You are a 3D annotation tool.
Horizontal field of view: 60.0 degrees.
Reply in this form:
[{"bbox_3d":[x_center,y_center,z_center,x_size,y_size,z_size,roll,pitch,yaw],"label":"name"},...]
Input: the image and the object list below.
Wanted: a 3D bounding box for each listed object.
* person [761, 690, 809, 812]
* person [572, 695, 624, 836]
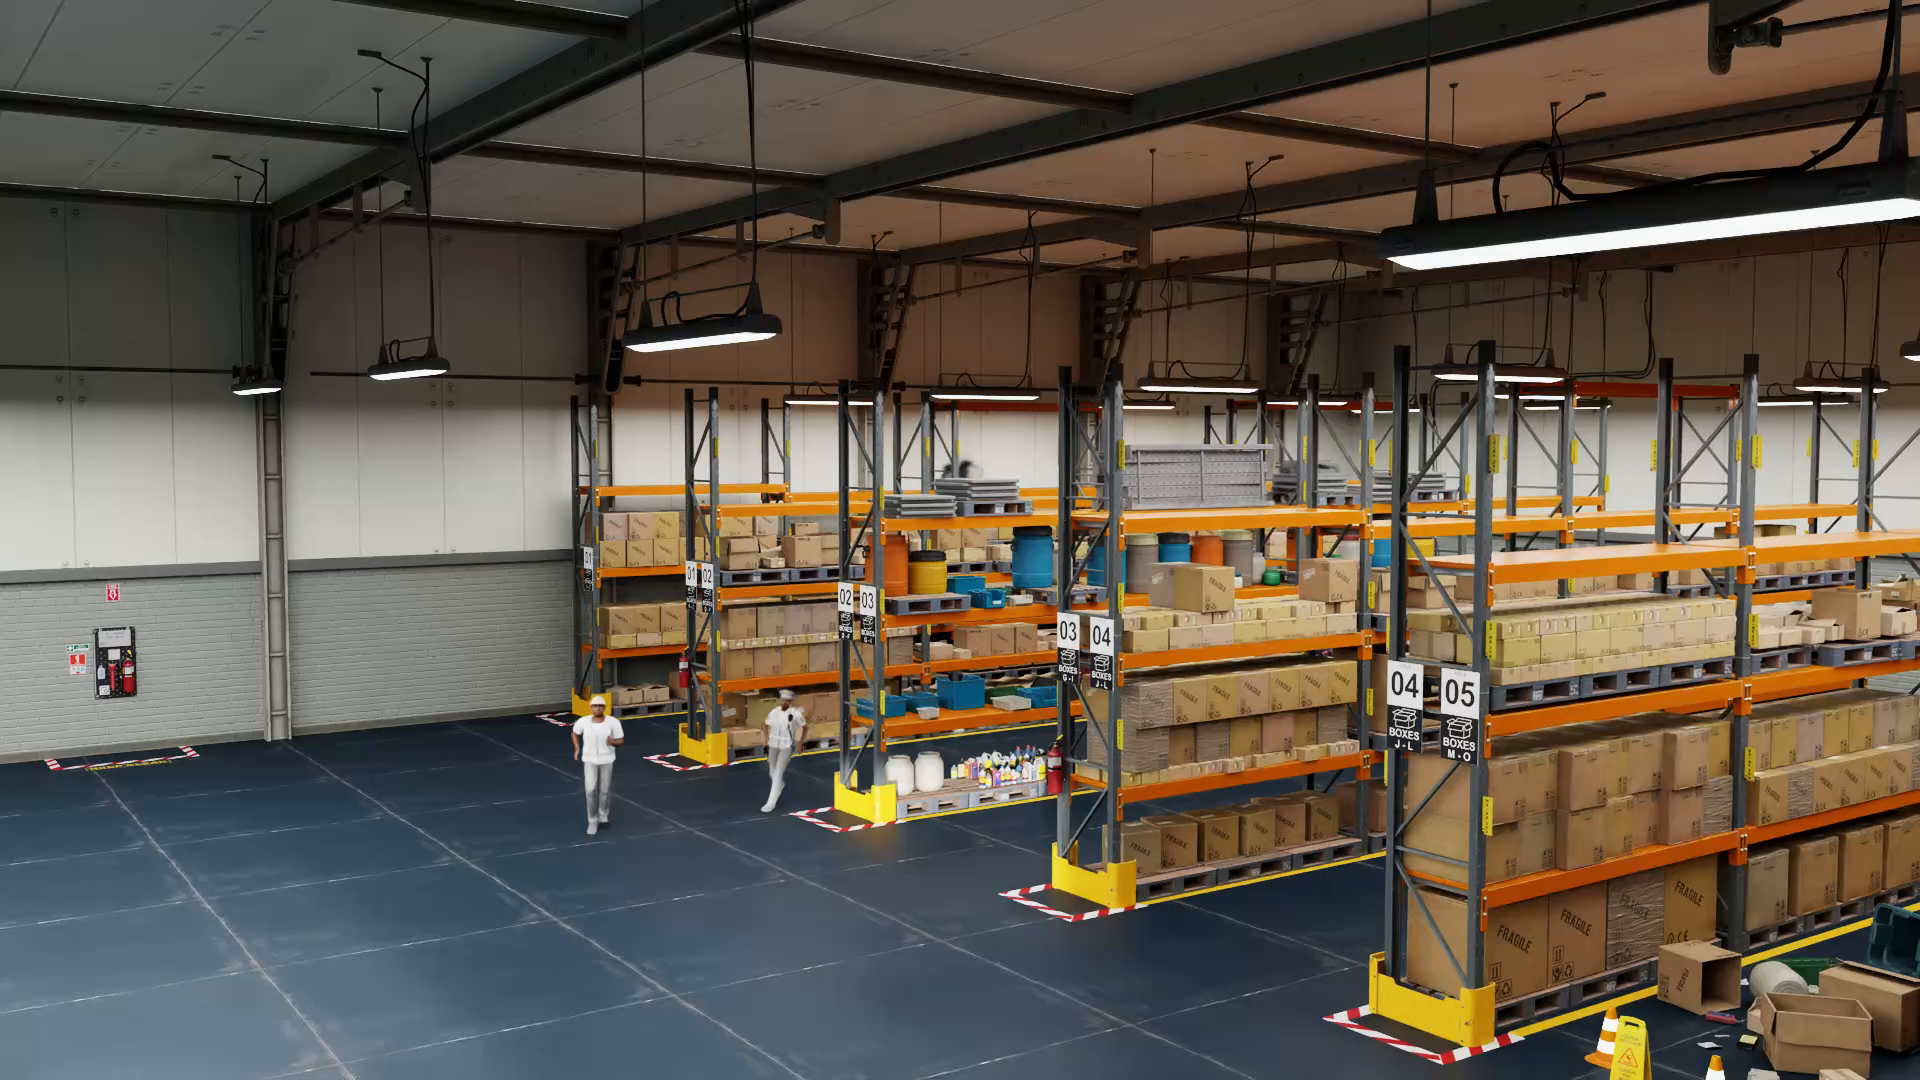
[{"bbox_3d":[-2.479,2.914,23.318,0.632,1.661,0.933,1,4,15],"label":"person"},{"bbox_3d":[-4.781,2.965,21.984,0.675,1.830,0.722,-1,4,-11],"label":"person"}]
